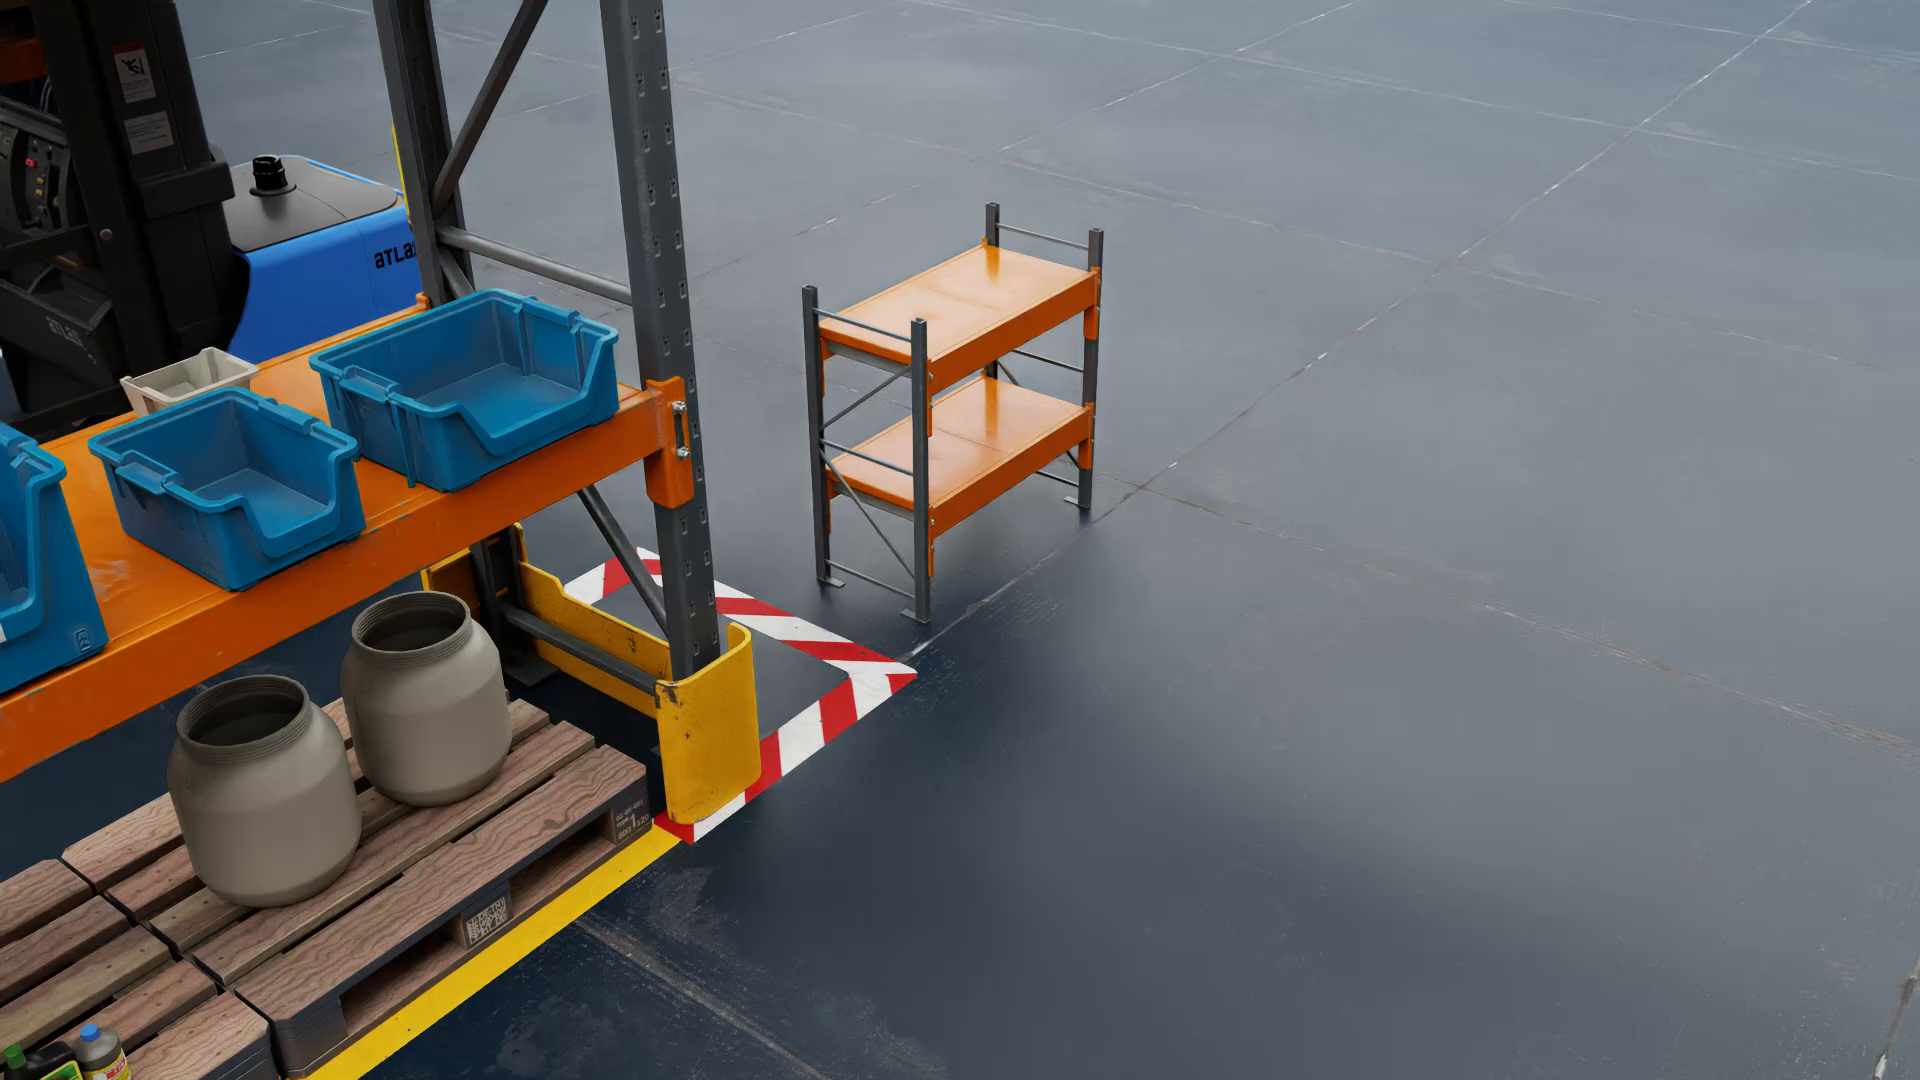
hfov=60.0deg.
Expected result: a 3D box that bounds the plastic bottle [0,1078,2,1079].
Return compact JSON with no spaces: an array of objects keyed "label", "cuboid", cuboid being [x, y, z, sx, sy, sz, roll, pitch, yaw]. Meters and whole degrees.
[{"label":"plastic bottle","cuboid":[-2.072,1.216,3.496,0.152,0.276,0.135,21,37,32]}]

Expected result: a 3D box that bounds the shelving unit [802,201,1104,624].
[{"label":"shelving unit","cuboid":[-0.004,-0.481,5.959,0.538,1.125,1.048,21,37,31]}]

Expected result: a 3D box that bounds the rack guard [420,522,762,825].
[{"label":"rack guard","cuboid":[-1.147,0.379,5.120,1.175,0.500,0.348,21,37,31]}]

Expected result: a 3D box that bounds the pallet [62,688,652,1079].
[{"label":"pallet","cuboid":[-1.641,0.832,4.640,1.003,0.211,1.213,21,37,31]}]

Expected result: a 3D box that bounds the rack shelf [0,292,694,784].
[{"label":"rack shelf","cuboid":[-2.346,0.381,3.371,1.077,0.370,4.000,21,37,31]}]

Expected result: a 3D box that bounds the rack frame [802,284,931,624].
[{"label":"rack frame","cuboid":[-0.311,-0.275,5.610,0.500,1.125,0.032,21,37,31]}]

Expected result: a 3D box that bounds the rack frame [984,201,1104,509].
[{"label":"rack frame","cuboid":[0.303,-0.688,6.307,0.500,1.125,0.032,21,37,31]}]

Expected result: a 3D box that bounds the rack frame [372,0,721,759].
[{"label":"rack frame","cuboid":[-1.138,-0.742,4.560,1.000,3.000,0.127,21,37,31]}]

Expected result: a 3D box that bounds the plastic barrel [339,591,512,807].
[{"label":"plastic barrel","cuboid":[-1.475,0.439,4.596,0.421,0.512,0.421,0,31,0]}]

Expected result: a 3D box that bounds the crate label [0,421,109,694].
[{"label":"crate label","cuboid":[-2.034,0.074,3.148,0.502,0.435,0.616,21,37,31]}]

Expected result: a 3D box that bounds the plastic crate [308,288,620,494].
[{"label":"plastic crate","cuboid":[-1.202,-0.382,4.099,0.499,0.251,0.616,21,37,31]}]

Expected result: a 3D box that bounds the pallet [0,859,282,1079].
[{"label":"pallet","cuboid":[-2.378,1.325,3.807,1.003,0.211,1.213,21,37,31]}]

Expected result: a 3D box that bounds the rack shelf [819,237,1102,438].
[{"label":"rack shelf","cuboid":[-0.004,-0.733,5.809,0.538,0.278,1.000,21,37,31]}]

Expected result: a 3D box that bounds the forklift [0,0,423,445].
[{"label":"forklift","cuboid":[-3.316,-1.201,5.402,1.130,2.935,3.031,22,37,33]}]

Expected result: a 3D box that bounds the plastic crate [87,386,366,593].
[{"label":"plastic crate","cuboid":[-1.599,-0.120,3.657,0.499,0.251,0.408,21,37,31]}]

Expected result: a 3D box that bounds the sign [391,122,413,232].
[{"label":"sign","cuboid":[-1.574,-1.032,4.778,0.100,0.325,0.005,21,37,31]}]

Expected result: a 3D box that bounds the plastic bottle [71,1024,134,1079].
[{"label":"plastic bottle","cuboid":[-1.898,1.154,3.674,0.097,0.201,0.097,0,31,0]}]

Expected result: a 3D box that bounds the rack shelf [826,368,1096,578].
[{"label":"rack shelf","cuboid":[-0.004,-0.271,6.083,0.538,0.278,1.000,21,37,31]}]

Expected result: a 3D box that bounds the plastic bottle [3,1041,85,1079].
[{"label":"plastic bottle","cuboid":[-1.954,1.172,3.563,0.061,0.283,0.133,22,37,32]}]

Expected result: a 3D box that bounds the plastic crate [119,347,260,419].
[{"label":"plastic crate","cuboid":[-1.935,-0.364,4.180,0.298,0.136,0.250,21,37,31]}]

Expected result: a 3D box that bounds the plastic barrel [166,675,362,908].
[{"label":"plastic barrel","cuboid":[-1.777,0.642,4.252,0.421,0.512,0.421,0,31,0]}]
